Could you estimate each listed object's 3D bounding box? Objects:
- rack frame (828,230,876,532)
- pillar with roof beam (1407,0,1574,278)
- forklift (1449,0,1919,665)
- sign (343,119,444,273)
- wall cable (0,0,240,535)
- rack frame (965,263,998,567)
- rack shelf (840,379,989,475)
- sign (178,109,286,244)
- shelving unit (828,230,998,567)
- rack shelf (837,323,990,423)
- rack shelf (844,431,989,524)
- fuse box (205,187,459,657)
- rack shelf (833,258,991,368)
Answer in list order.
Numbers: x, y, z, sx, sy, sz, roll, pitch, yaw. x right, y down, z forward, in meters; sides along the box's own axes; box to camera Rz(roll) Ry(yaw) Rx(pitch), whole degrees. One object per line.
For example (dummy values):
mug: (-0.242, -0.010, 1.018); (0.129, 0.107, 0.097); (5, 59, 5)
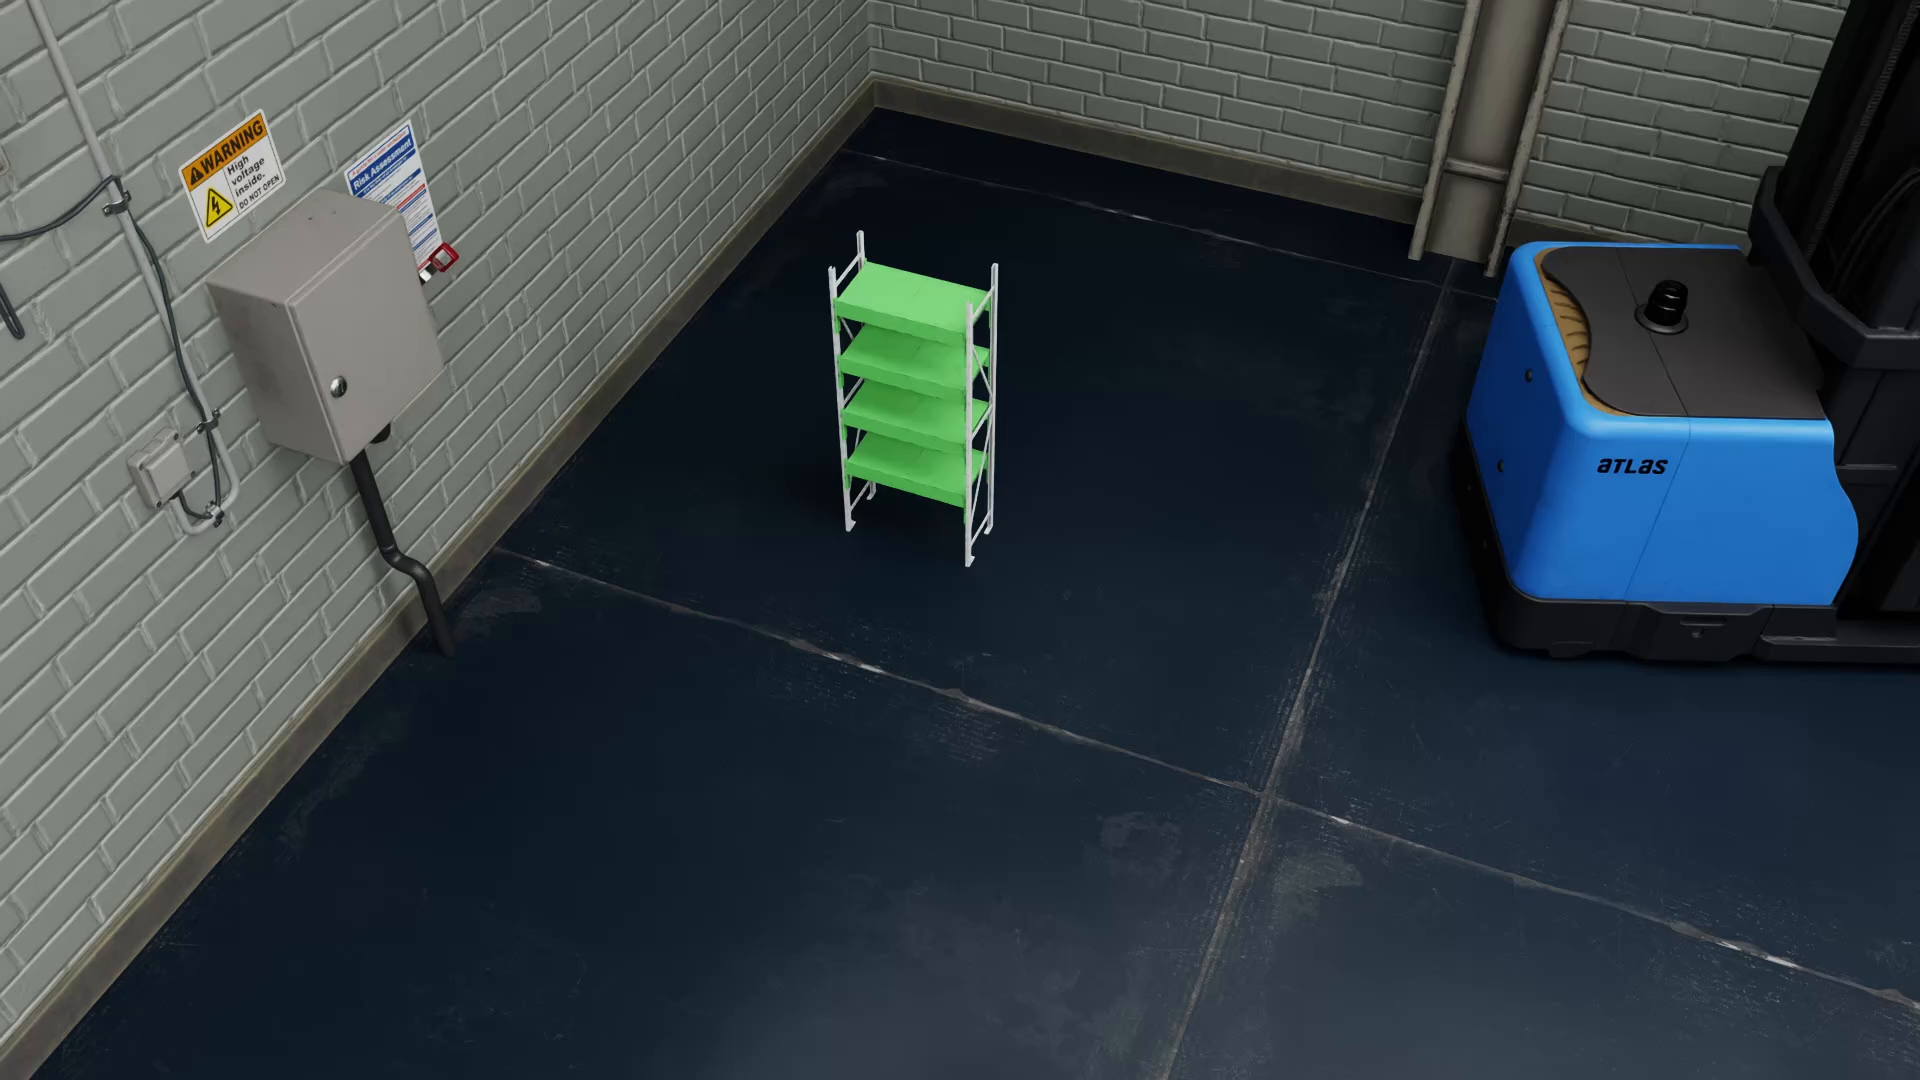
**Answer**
rack frame: (-0.378, -0.537, 5.939); (0.015, 1.200, 0.240); (16, 47, 16)
pillar with roof beam: (0.611, -1.712, 1.591); (0.400, 9.000, 9.100); (16, 47, 16)
forklift: (3.395, -0.948, 5.125); (3.031, 2.935, 1.130); (1, 45, 1)
sign: (-1.769, -1.025, 5.221); (0.001, 0.494, 0.329); (16, 47, 16)
wall cable: (-2.176, -0.640, 4.046); (0.122, 1.984, 0.588); (16, 47, 16)
rack frame: (0.072, -0.404, 5.805); (0.015, 1.200, 0.240); (16, 47, 16)
rack shelf: (-0.153, -0.425, 5.917); (0.480, 0.148, 0.258); (16, 47, 16)
sign: (-1.980, -0.994, 4.537); (0.001, 0.242, 0.339); (16, 47, 16)
shelving unit: (-0.153, -0.470, 5.872); (0.503, 1.200, 0.258); (16, 47, 16)
rack shelf: (-0.153, -0.595, 5.748); (0.480, 0.148, 0.258); (16, 47, 16)
rack shelf: (-0.153, -0.255, 6.086); (0.480, 0.148, 0.258); (16, 47, 16)
fuse box: (-1.768, -0.224, 5.262); (0.414, 1.711, 0.539); (16, 47, 16)
rack shelf: (-0.153, -0.765, 5.578); (0.480, 0.148, 0.258); (16, 47, 16)
